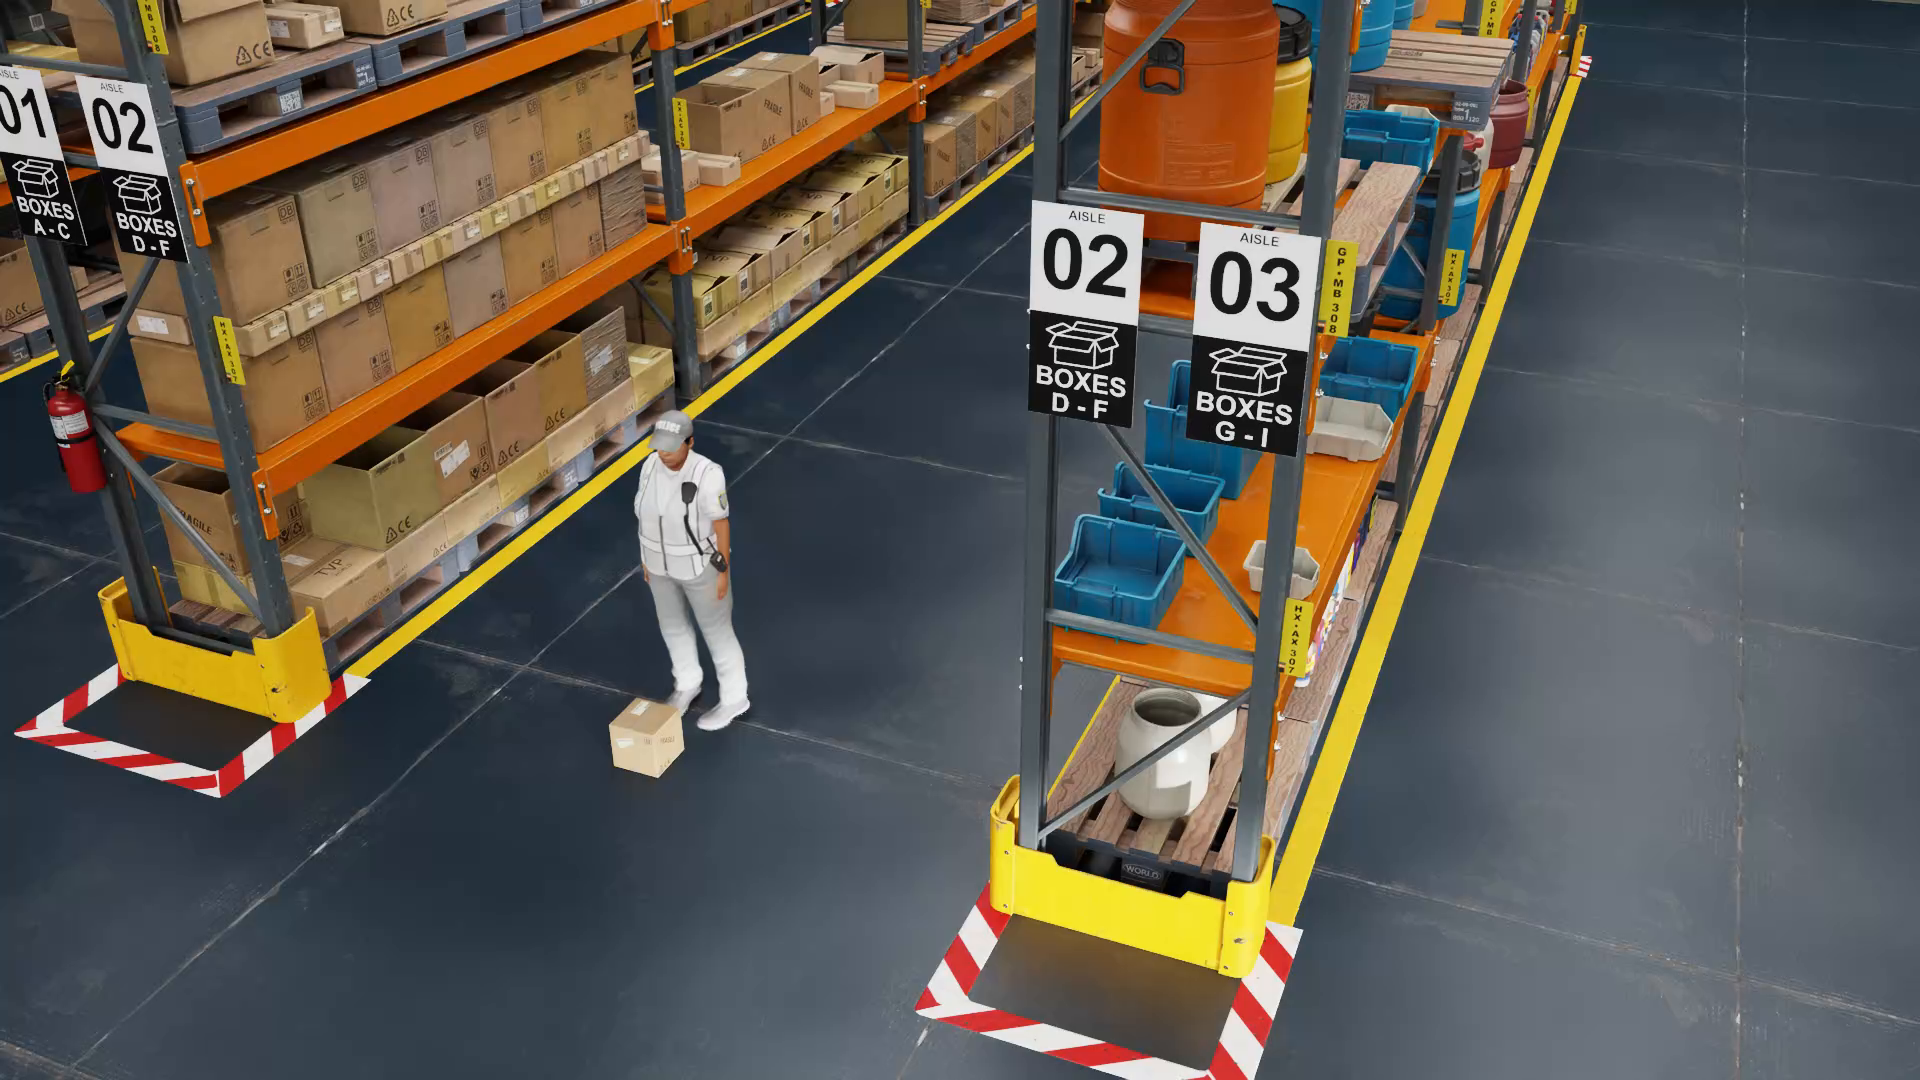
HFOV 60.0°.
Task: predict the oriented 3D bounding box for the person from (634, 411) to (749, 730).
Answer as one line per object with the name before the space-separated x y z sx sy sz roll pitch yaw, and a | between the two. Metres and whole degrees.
person | -1.336 0.133 8.158 0.506 1.670 0.387 11 32 18
